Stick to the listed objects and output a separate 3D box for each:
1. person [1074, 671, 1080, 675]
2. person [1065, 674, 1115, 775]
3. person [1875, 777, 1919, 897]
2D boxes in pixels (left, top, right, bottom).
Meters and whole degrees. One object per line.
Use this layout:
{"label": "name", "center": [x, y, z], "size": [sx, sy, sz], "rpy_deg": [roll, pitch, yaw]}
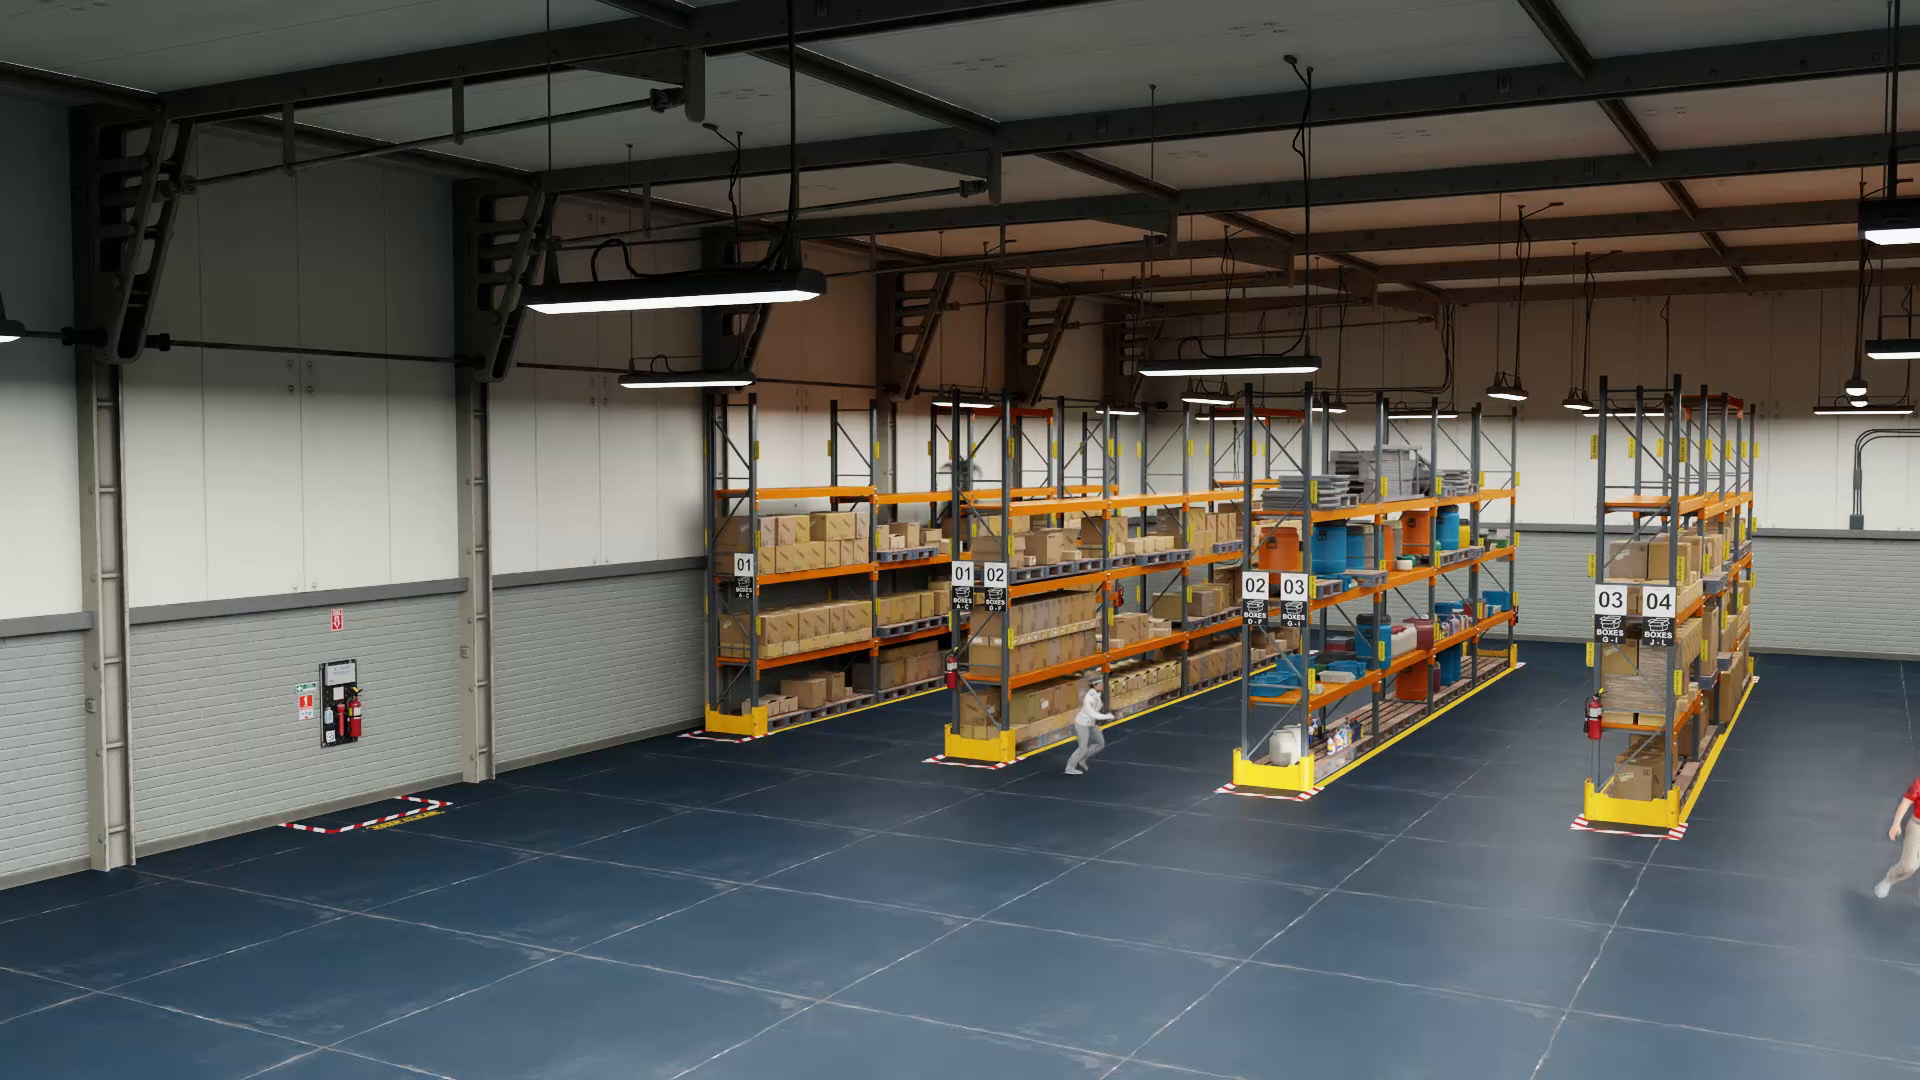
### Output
{"label": "person", "center": [2.253, 2.340, 34.317], "size": [0.690, 1.623, 1.122], "rpy_deg": [2, 4, 39]}
{"label": "person", "center": [1.997, 2.830, 25.502], "size": [0.806, 1.576, 0.594], "rpy_deg": [1, 3, 25]}
{"label": "person", "center": [10.546, 3.180, 18.244], "size": [0.744, 1.664, 0.728], "rpy_deg": [0, 3, -8]}
